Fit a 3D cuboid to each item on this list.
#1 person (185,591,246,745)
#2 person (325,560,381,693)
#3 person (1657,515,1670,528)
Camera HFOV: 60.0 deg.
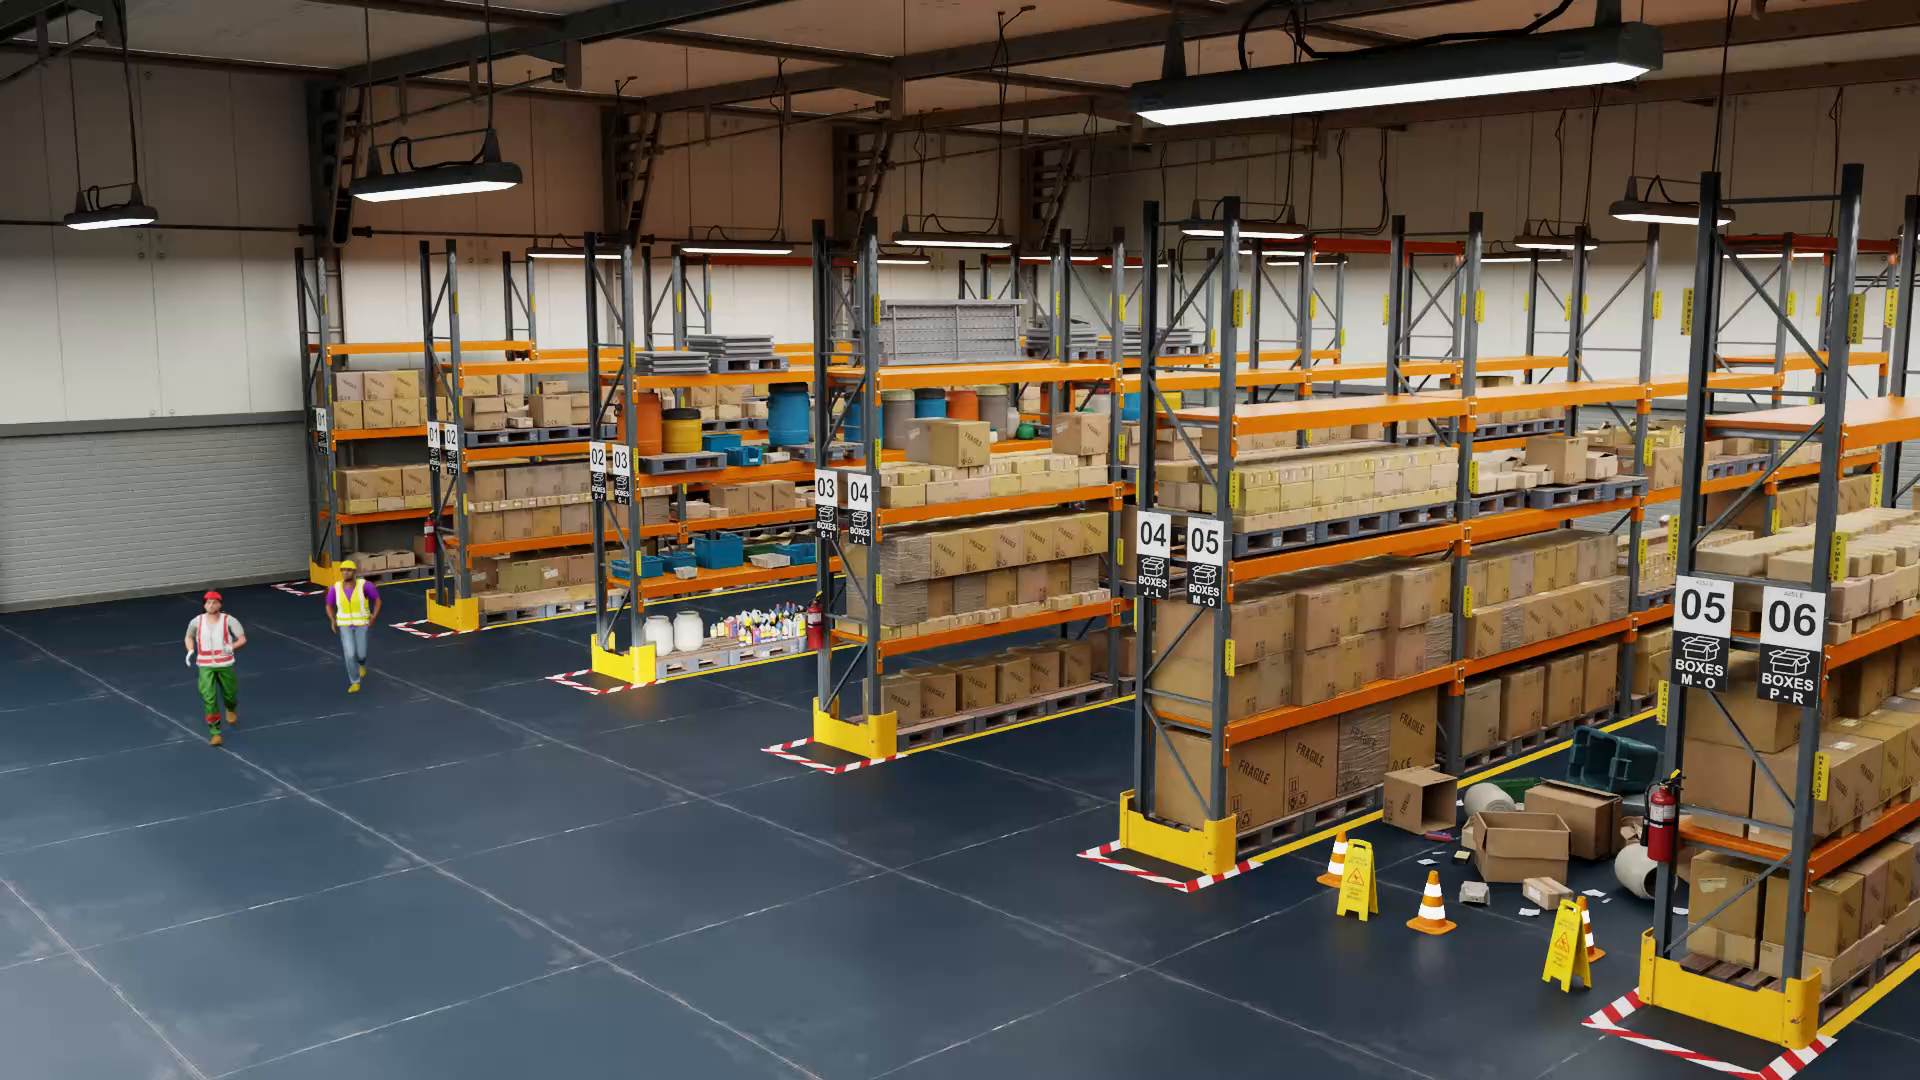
[{"bbox_3d":[-8.683,1.463,19.412,0.669,1.760,0.867,-3,9,-17],"label":"person"},{"bbox_3d":[-7.991,1.115,21.918,0.693,1.732,0.561,-2,9,-13],"label":"person"},{"bbox_3d":[11.101,0.483,26.112,0.904,1.777,0.670,-6,11,-37],"label":"person"}]
